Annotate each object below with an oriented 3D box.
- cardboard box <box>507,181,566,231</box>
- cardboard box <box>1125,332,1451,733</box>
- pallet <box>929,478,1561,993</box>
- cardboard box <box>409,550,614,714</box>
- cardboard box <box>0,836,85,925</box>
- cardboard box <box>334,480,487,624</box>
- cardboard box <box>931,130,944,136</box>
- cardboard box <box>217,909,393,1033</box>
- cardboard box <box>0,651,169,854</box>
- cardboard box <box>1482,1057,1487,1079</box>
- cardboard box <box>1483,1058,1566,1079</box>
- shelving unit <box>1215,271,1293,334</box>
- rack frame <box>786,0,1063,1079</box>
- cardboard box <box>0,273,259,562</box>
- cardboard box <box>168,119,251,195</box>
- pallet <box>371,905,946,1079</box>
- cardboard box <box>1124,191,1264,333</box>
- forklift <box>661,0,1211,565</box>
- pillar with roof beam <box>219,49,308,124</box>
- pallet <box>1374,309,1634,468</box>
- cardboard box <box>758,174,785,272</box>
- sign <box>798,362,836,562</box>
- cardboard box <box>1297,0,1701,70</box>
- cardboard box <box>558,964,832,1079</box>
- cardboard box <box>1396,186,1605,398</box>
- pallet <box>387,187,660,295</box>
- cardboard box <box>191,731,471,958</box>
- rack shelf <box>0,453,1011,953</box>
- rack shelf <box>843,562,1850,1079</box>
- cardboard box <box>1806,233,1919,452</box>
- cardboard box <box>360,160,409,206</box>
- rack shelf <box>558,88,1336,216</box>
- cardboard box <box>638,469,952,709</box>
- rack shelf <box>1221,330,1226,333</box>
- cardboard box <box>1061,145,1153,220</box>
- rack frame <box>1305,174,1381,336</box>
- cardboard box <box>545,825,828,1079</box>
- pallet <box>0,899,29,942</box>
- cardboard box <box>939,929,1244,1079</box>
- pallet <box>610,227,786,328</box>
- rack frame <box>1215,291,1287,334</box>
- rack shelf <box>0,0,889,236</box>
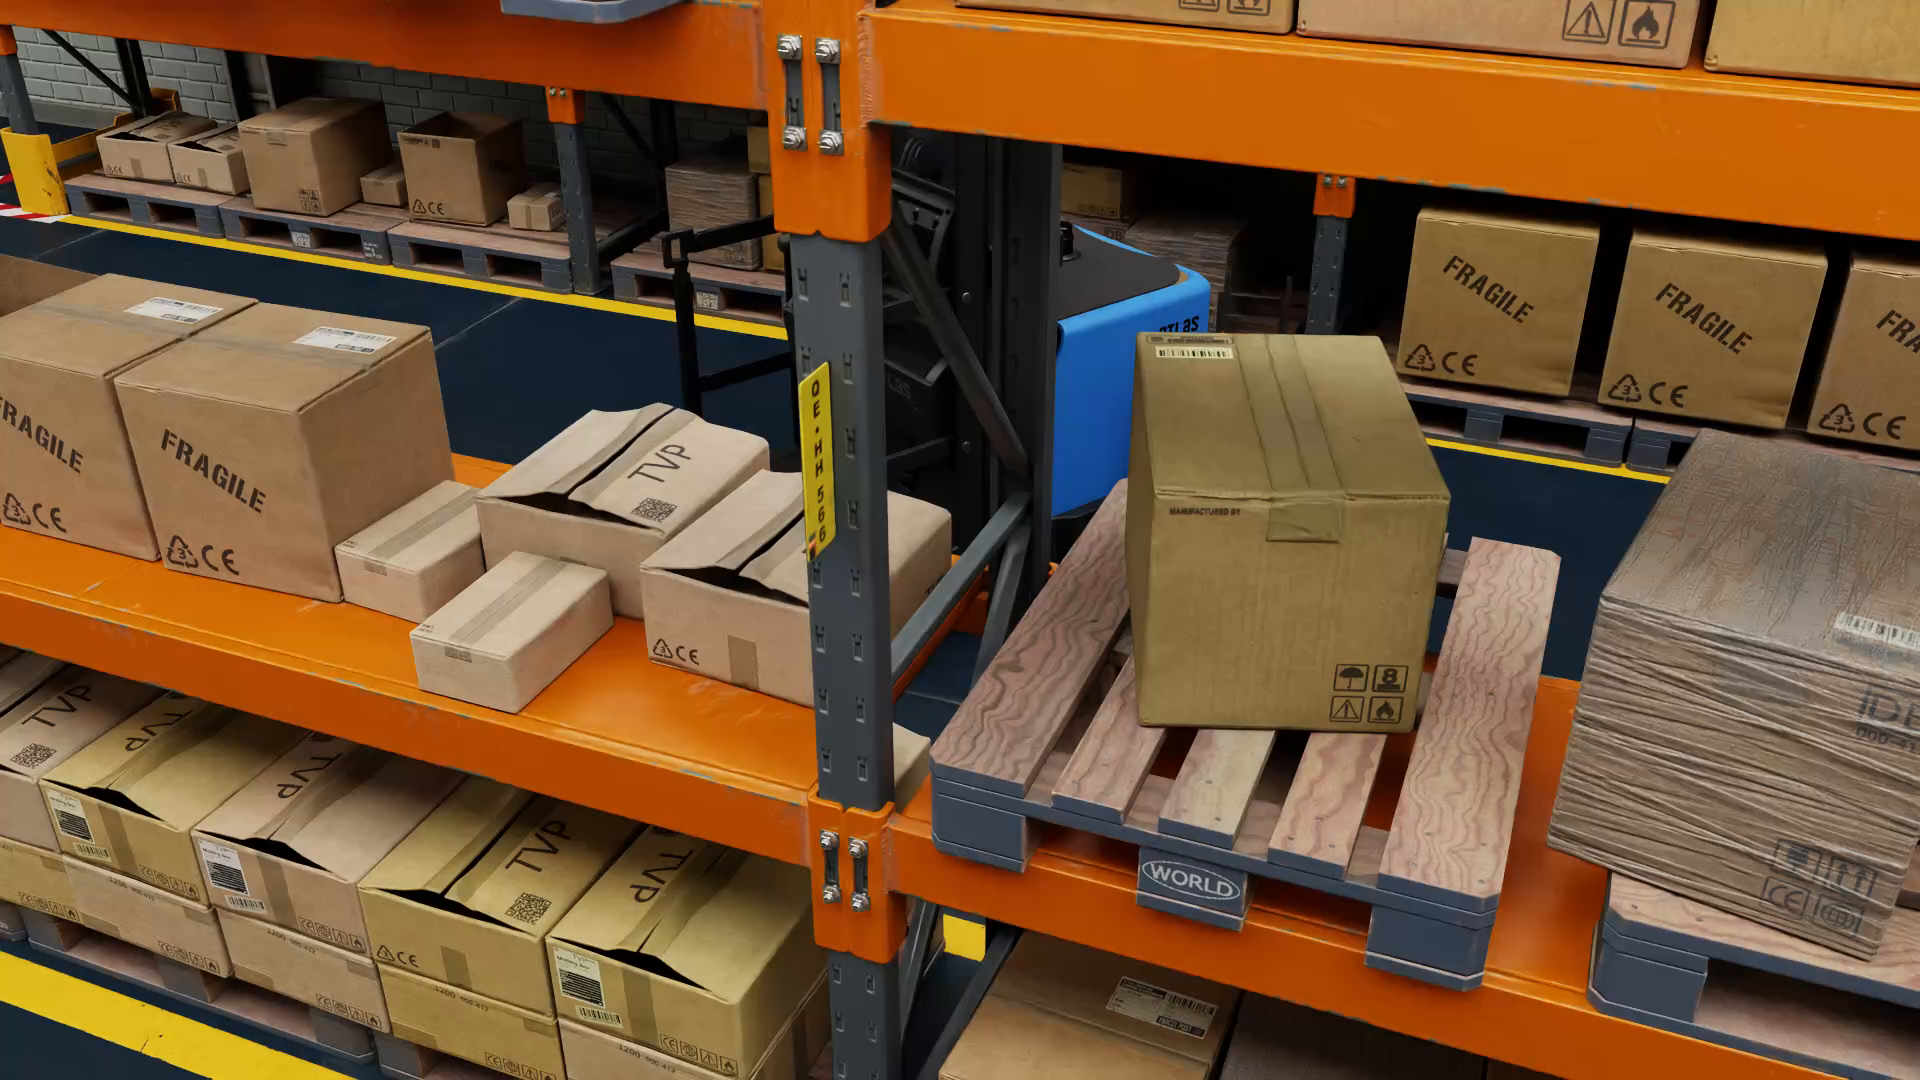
[{"bbox_3d":[-2.384,-1.919,9.528,0.250,0.166,0.380,7,30,13],"label":"cardboard box"},{"bbox_3d":[0.597,-0.037,3.239,0.500,0.500,0.700,1,30,2],"label":"cardboard box"},{"bbox_3d":[0.625,0.301,3.364,1.003,0.211,1.213,11,31,19],"label":"pallet"},{"bbox_3d":[-0.966,0.193,3.615,0.250,0.149,0.380,11,31,19],"label":"cardboard box"},{"bbox_3d":[-2.501,0.776,4.697,0.500,0.250,0.500,10,31,18],"label":"cardboard box"},{"bbox_3d":[-1.232,0.023,3.916,0.250,0.149,0.380,14,32,23],"label":"cardboard box"},{"bbox_3d":[-0.295,-2.002,8.574,0.500,0.250,0.500,10,31,18],"label":"cardboard box"},{"bbox_3d":[-1.552,0.964,4.363,0.500,0.250,0.500,12,32,20],"label":"cardboard box"},{"bbox_3d":[-2.504,0.535,4.554,0.500,0.311,0.500,10,31,17],"label":"cardboard box"},{"bbox_3d":[1.405,1.183,3.702,0.500,0.500,0.500,10,31,17],"label":"cardboard box"},{"bbox_3d":[1.235,1.425,3.274,0.500,0.500,0.500,11,31,18],"label":"cardboard box"},{"bbox_3d":[1.061,-0.404,6.237,0.258,1.200,0.189,8,33,14],"label":"shelving unit"},{"bbox_3d":[-0.029,0.124,3.482,0.127,3.000,1.000,11,31,19],"label":"rack frame"},{"bbox_3d":[-2.078,-0.320,4.166,0.500,0.500,0.500,11,31,19],"label":"cardboard box"},{"bbox_3d":[-4.448,-2.362,10.165,0.500,0.311,0.500,14,32,23],"label":"cardboard box"},{"bbox_3d":[-0.777,1.168,4.469,1.213,0.211,1.003,11,31,19],"label":"pallet"},{"bbox_3d":[1.143,-1.348,8.179,0.500,0.500,0.700,12,32,20],"label":"cardboard box"},{"bbox_3d":[-0.496,-1.085,5.691,3.031,2.935,1.130,-21,36,-32],"label":"forklift"},{"bbox_3d":[-6.228,-4.529,5.617,0.400,9.000,9.100,11,31,19],"label":"pillar with roof beam"},{"bbox_3d":[2.532,-0.741,7.846,1.213,0.211,1.003,11,31,19],"label":"pallet"},{"bbox_3d":[-0.691,-1.777,8.939,0.500,0.500,0.700,11,31,18],"label":"cardboard box"},{"bbox_3d":[-0.235,-0.126,2.748,0.005,0.325,0.100,11,31,19],"label":"sign"},{"bbox_3d":[0.860,-1.065,2.437,0.500,0.500,0.910,11,31,19],"label":"cardboard box"},{"bbox_3d":[-0.608,1.152,4.030,0.500,0.250,0.500,12,32,20],"label":"cardboard box"},{"bbox_3d":[2.462,-1.186,7.558,0.750,0.750,0.750,11,31,18],"label":"cardboard box"},{"bbox_3d":[-2.512,-1.769,9.666,1.213,0.211,1.003,11,31,19],"label":"pallet"},{"bbox_3d":[-1.558,0.722,4.222,0.500,0.311,0.500,11,31,19],"label":"cardboard box"},{"bbox_3d":[-1.882,0.067,4.313,4.000,0.370,1.077,11,31,19],"label":"rack shelf"},{"bbox_3d":[1.824,0.807,3.004,4.000,0.370,1.077,11,31,19],"label":"rack shelf"},{"bbox_3d":[4.060,-0.866,6.992,0.750,0.750,0.750,12,32,21],"label":"cardboard box"},{"bbox_3d":[-3.351,-2.131,9.921,0.250,0.149,0.380,9,31,15],"label":"cardboard box"},{"bbox_3d":[-0.023,-2.192,8.311,4.000,0.370,1.077,11,31,19],"label":"rack shelf"},{"bbox_3d":[-0.350,0.076,3.658,0.500,0.311,0.500,13,32,22],"label":"cardboard box"},{"bbox_3d":[1.057,-0.671,6.068,0.258,0.103,0.180,8,33,14],"label":"rack shelf"},{"bbox_3d":[0.638,-1.808,8.232,0.500,0.250,0.500,12,32,20],"label":"cardboard box"},{"bbox_3d":[1.830,-2.135,7.479,0.127,3.000,1.000,11,31,19],"label":"rack frame"},{"bbox_3d":[-0.607,0.910,3.890,0.500,0.311,0.500,12,32,20],"label":"cardboard box"},{"bbox_3d":[-3.038,0.717,5.267,1.213,0.211,1.003,11,31,19],"label":"pallet"},{"bbox_3d":[0.285,1.235,3.609,0.500,0.500,0.500,13,32,21],"label":"cardboard box"},{"bbox_3d":[-1.155,-1.518,9.221,1.213,0.211,1.003,11,31,19],"label":"pallet"},{"bbox_3d":[1.037,-0.357,6.162,0.240,1.200,0.006,8,33,14],"label":"rack frame"},{"bbox_3d":[-1.882,-1.238,3.575,4.000,0.370,1.077,11,31,19],"label":"rack shelf"}]
